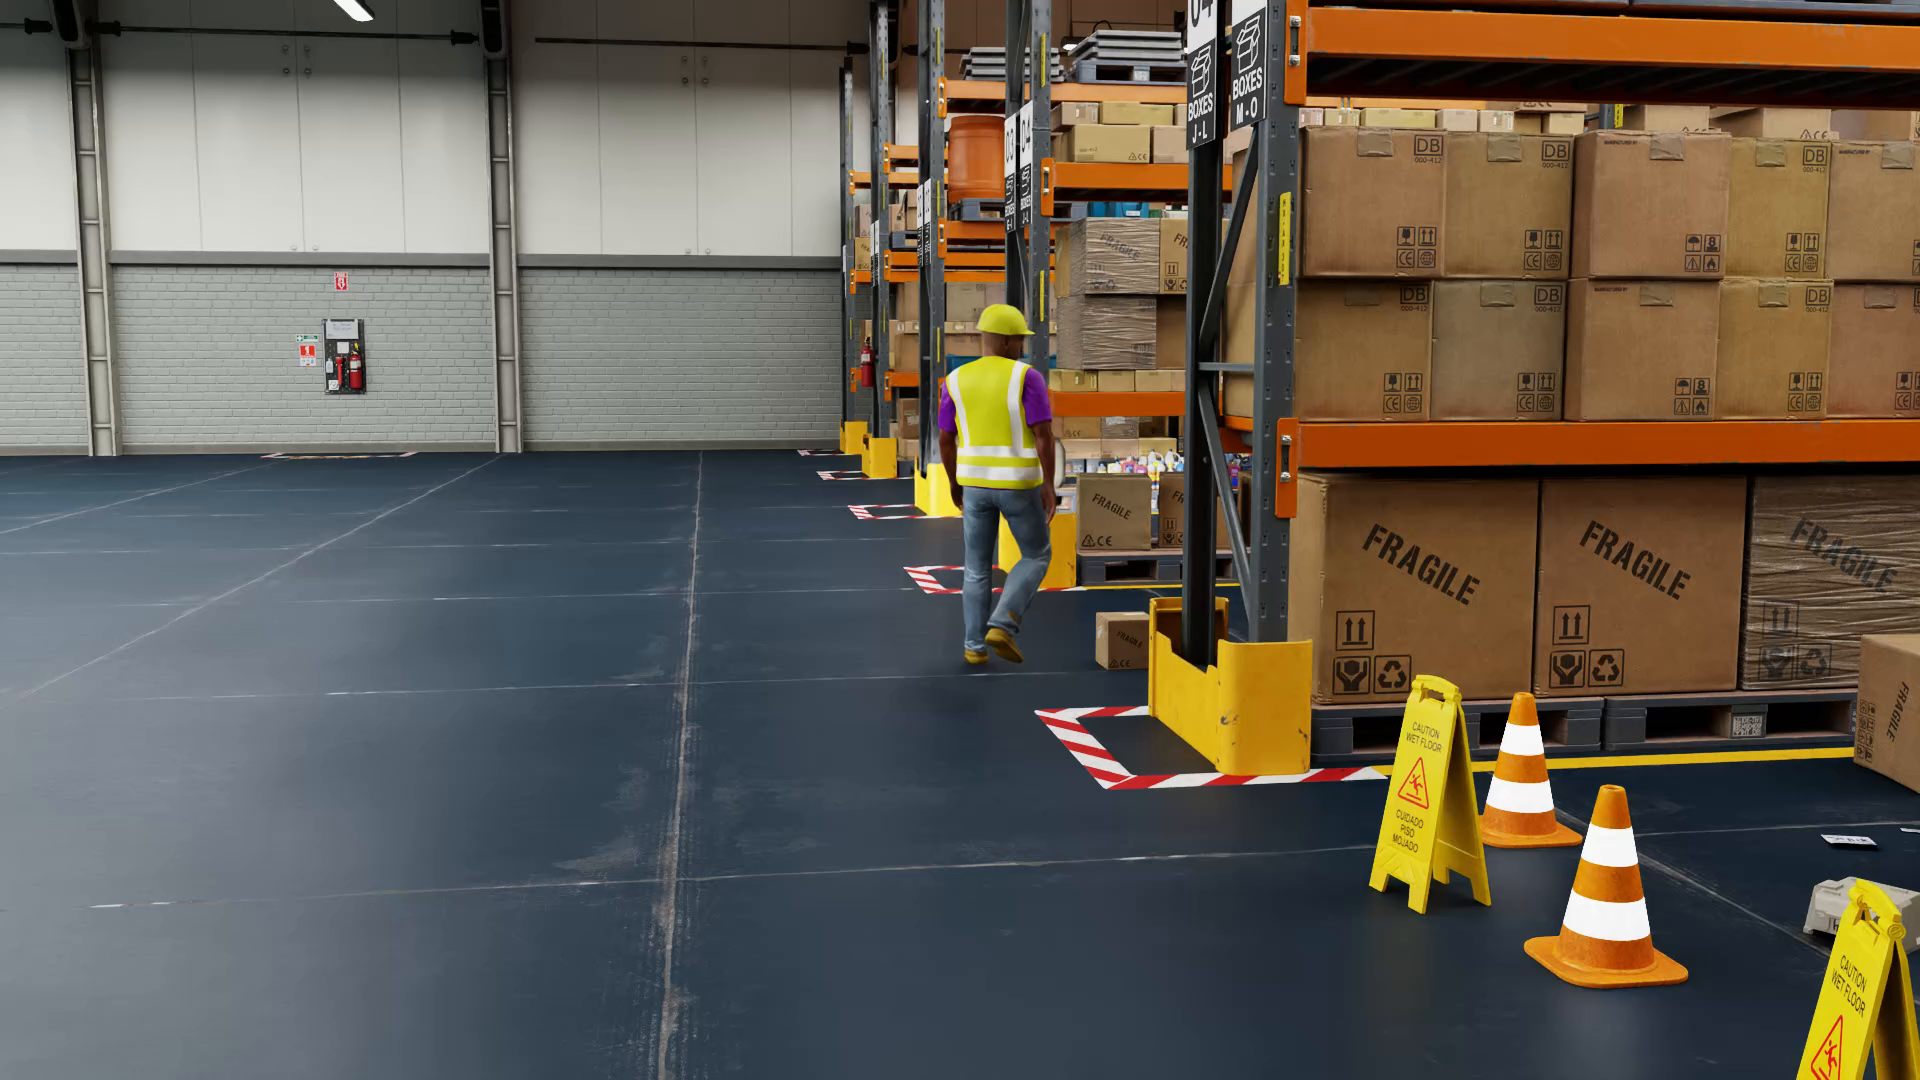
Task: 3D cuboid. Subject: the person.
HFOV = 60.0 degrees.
[{"bbox_3d":[0.200,-0.257,8.119,0.633,1.770,0.505,2,7,18],"label":"person"}]
